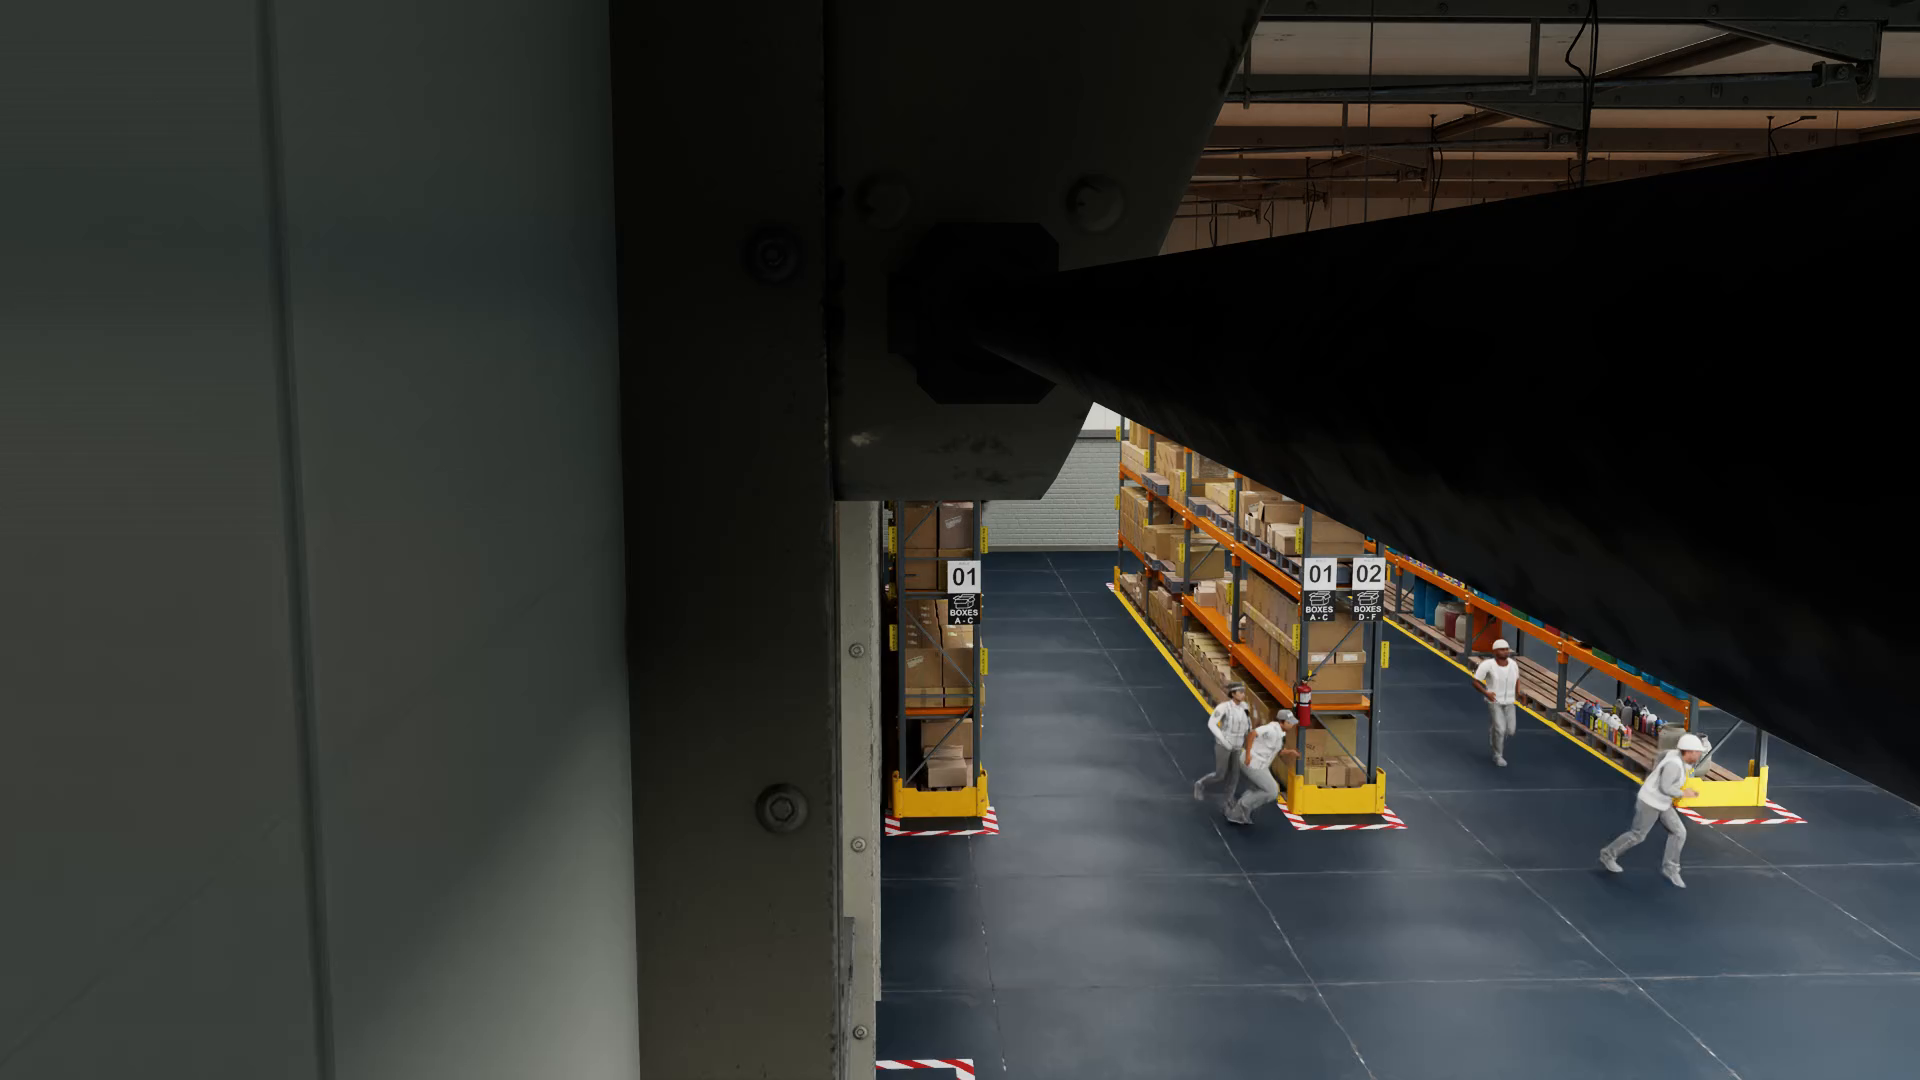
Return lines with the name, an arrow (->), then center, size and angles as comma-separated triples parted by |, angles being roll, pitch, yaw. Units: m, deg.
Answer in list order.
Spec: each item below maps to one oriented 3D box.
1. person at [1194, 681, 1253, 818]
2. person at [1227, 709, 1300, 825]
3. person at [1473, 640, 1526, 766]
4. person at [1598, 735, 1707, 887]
person -> 3.371, 2.550, 20.710 | 0.682, 1.656, 0.730 | -4, 9, -26
person -> 3.623, 2.740, 19.931 | 0.857, 1.497, 0.637 | 4, 9, 25
person -> 7.389, 2.208, 22.866 | 0.702, 1.726, 0.598 | -2, 8, -12
person -> 7.566, 2.925, 18.182 | 1.028, 1.733, 0.700 | 5, 9, 30
